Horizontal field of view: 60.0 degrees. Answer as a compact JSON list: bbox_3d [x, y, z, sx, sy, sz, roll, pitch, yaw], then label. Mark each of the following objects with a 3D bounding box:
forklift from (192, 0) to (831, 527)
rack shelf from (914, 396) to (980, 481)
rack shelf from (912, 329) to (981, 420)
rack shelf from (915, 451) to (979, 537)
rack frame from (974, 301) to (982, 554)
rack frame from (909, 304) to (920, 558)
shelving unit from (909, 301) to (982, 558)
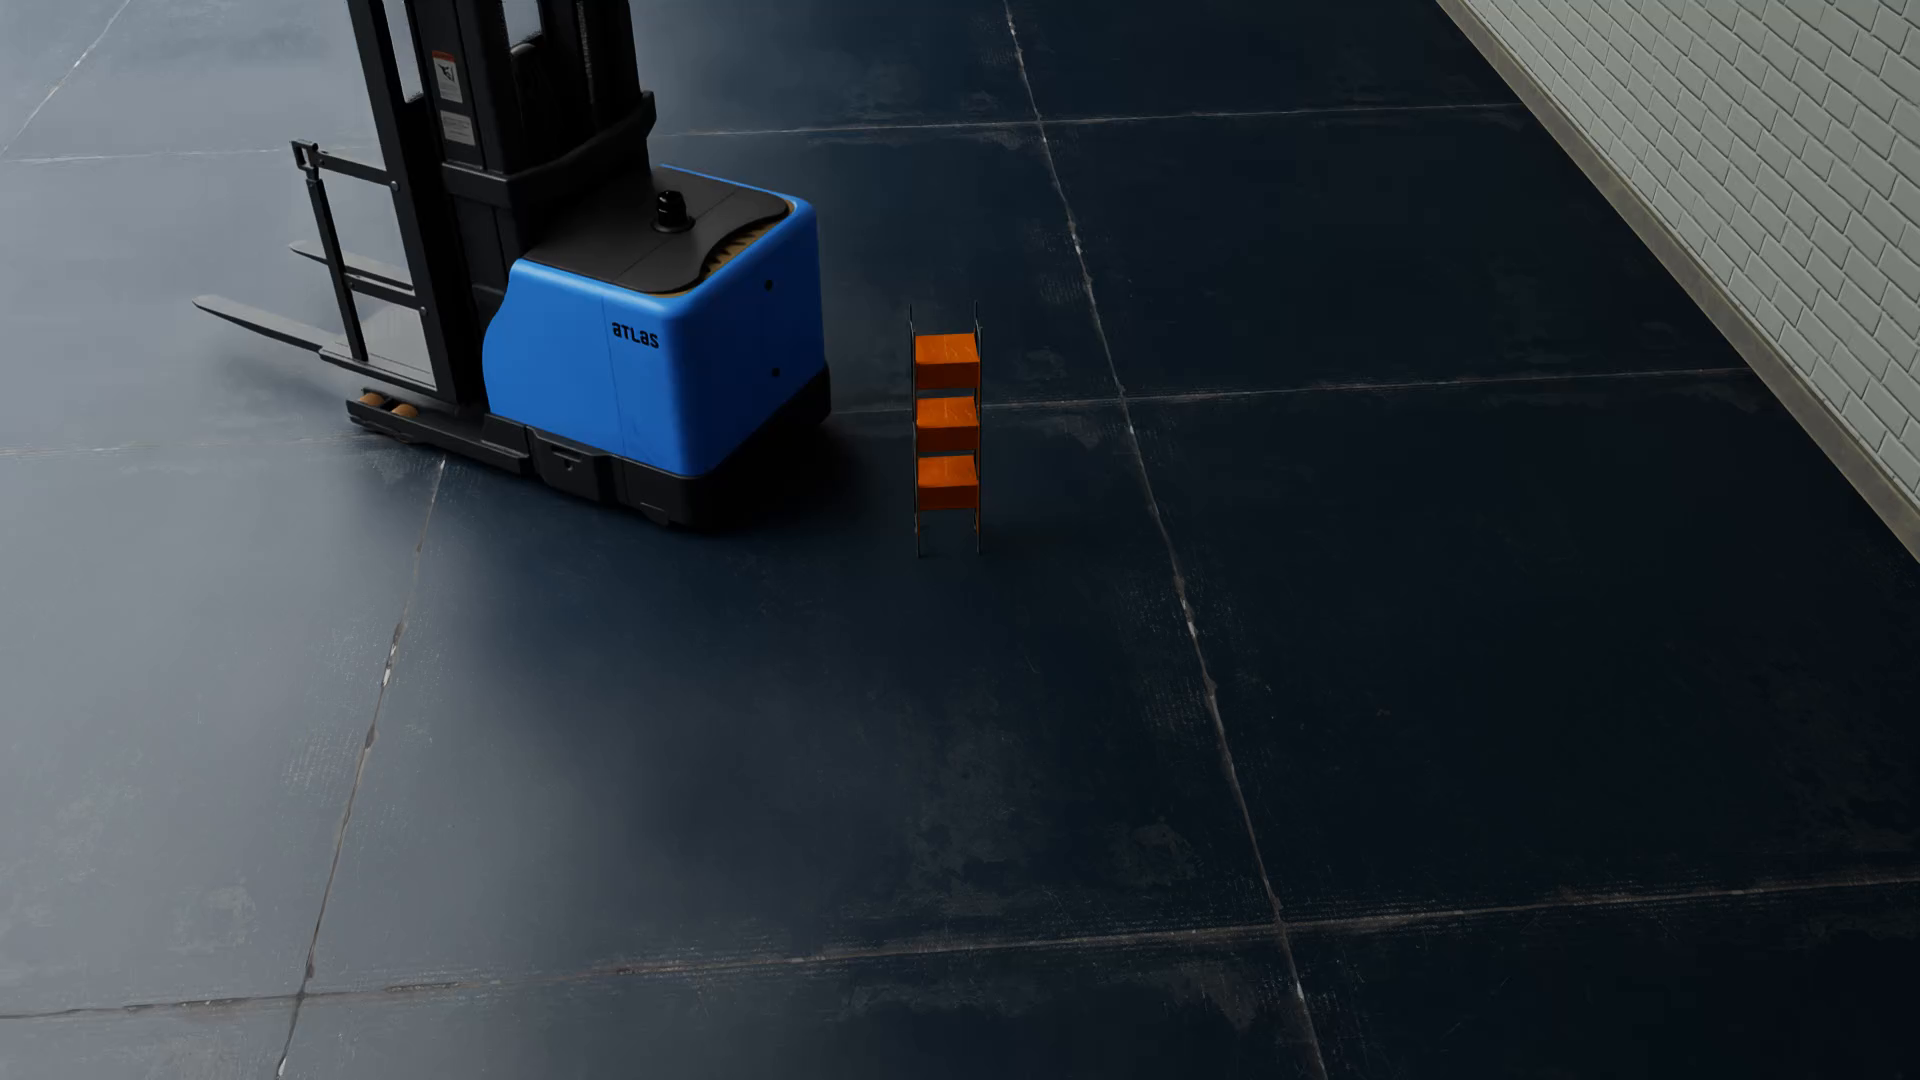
[{"bbox_3d":[-2.117,-1.847,6.725,3.031,2.935,1.130,18,42,21],"label":"forklift"},{"bbox_3d":[-0.053,-0.401,6.428,0.240,0.259,0.215,-3,38,-4],"label":"rack shelf"},{"bbox_3d":[-0.053,-0.624,6.252,0.240,0.259,0.215,-3,38,-4],"label":"rack shelf"},{"bbox_3d":[-0.053,-0.183,6.600,0.240,0.259,0.215,-3,38,-4],"label":"rack shelf"},{"bbox_3d":[0.068,-0.416,6.430,0.008,1.050,0.200,-3,38,-4],"label":"rack frame"},{"bbox_3d":[-0.175,-0.403,6.413,0.008,1.050,0.200,-3,38,-4],"label":"rack frame"},{"bbox_3d":[-0.053,-0.409,6.421,0.252,1.050,0.215,-3,38,-4],"label":"shelving unit"}]
